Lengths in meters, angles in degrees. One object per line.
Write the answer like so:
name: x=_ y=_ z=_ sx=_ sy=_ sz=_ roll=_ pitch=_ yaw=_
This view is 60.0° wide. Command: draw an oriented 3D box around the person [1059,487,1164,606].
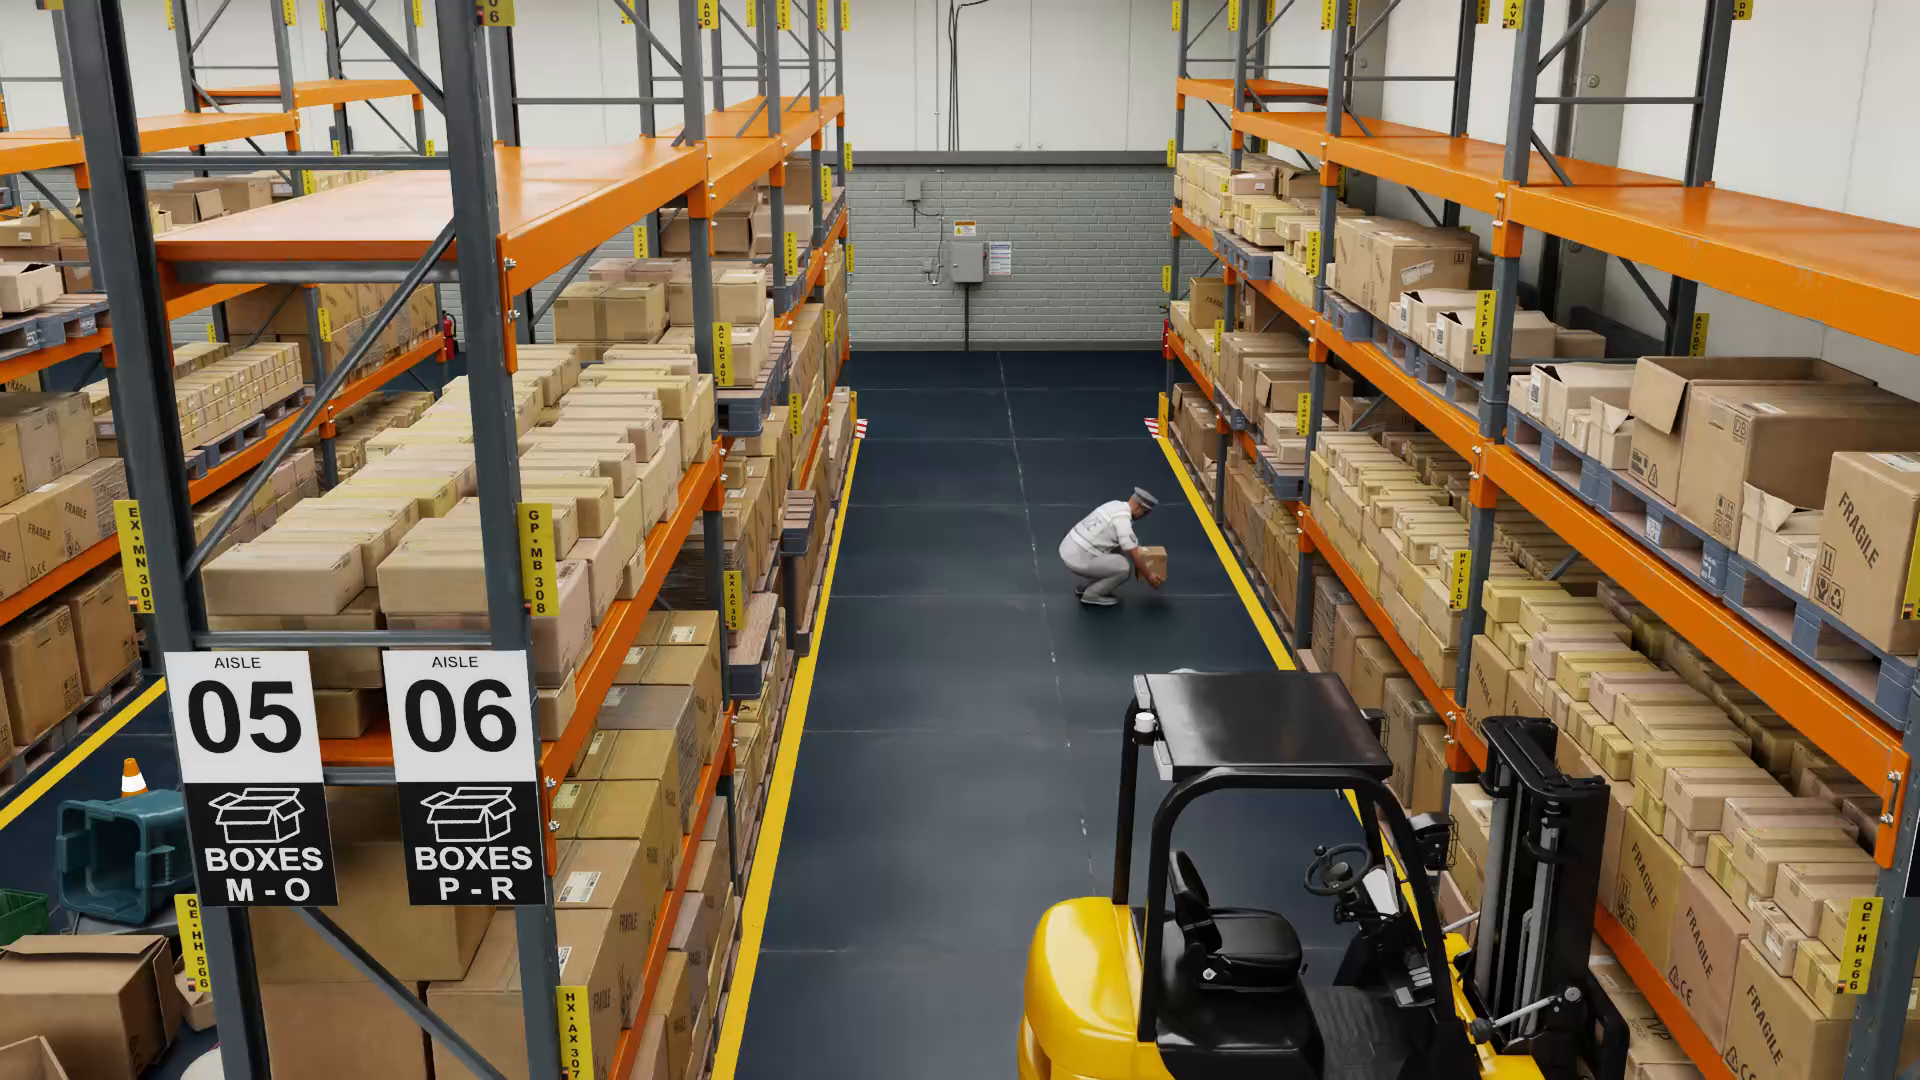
person: x=1.334 y=0.049 z=14.666 sx=0.912 sy=1.012 sz=0.537 roll=0 pitch=17 yaw=-1
